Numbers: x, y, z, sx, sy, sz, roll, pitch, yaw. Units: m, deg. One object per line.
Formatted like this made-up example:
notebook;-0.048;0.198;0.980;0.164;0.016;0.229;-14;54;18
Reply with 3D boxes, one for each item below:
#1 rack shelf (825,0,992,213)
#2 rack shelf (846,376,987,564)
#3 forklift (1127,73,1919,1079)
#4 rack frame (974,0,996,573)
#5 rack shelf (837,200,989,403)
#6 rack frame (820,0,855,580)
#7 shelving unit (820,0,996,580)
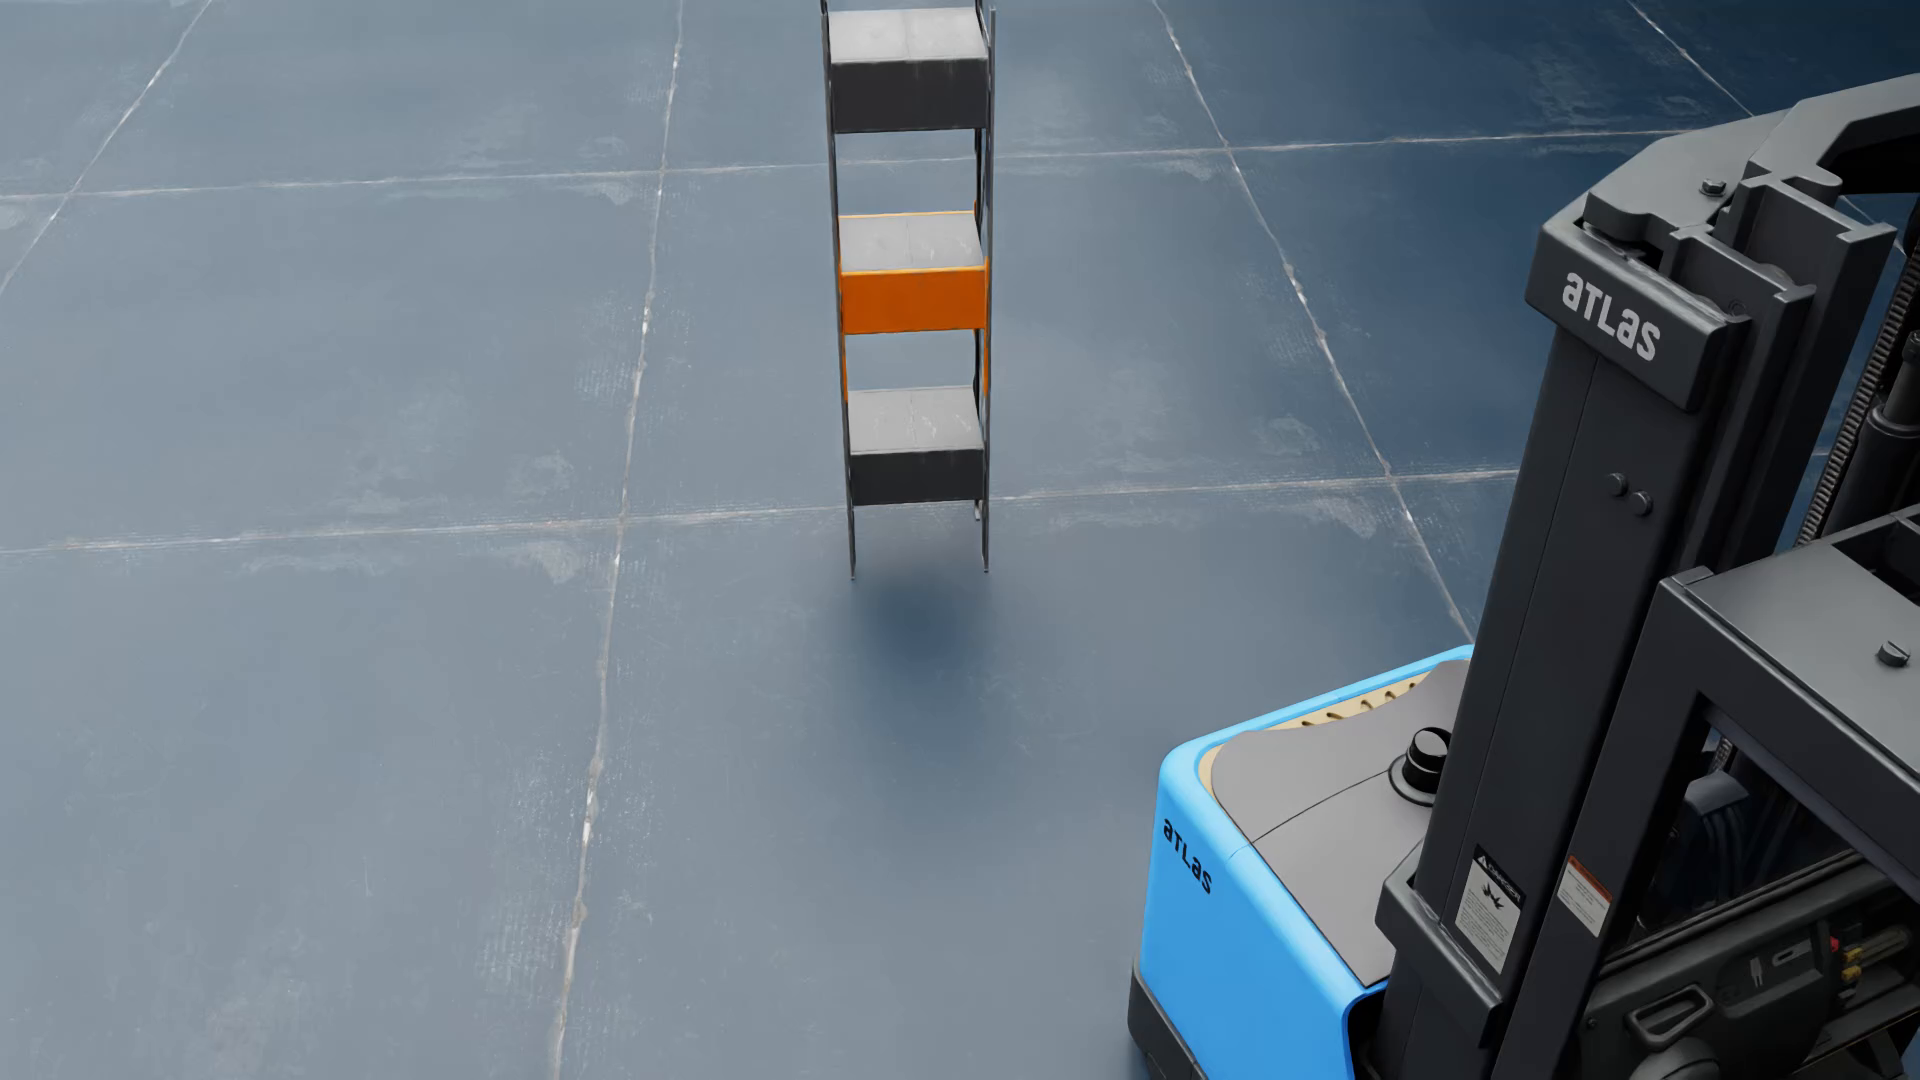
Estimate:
rack shelf;-0.165;-1.354;5.163;0.480;0.518;0.431;-3;38;-4
rack shelf;-0.165;-0.255;6.030;0.480;0.518;0.431;-3;38;-4
forklift;1.530;0.889;2.757;1.130;2.935;3.031;-16;41;-19
rack frame;0.078;-0.829;5.605;0.015;2.100;0.400;-3;38;-4
rack shelf;-0.165;-0.805;5.597;0.480;0.518;0.431;-3;38;-4
rack frame;-0.408;-0.802;5.571;0.015;2.100;0.400;-3;38;-4
shelving unit;-0.165;-0.815;5.588;0.503;2.100;0.431;-3;38;-4
